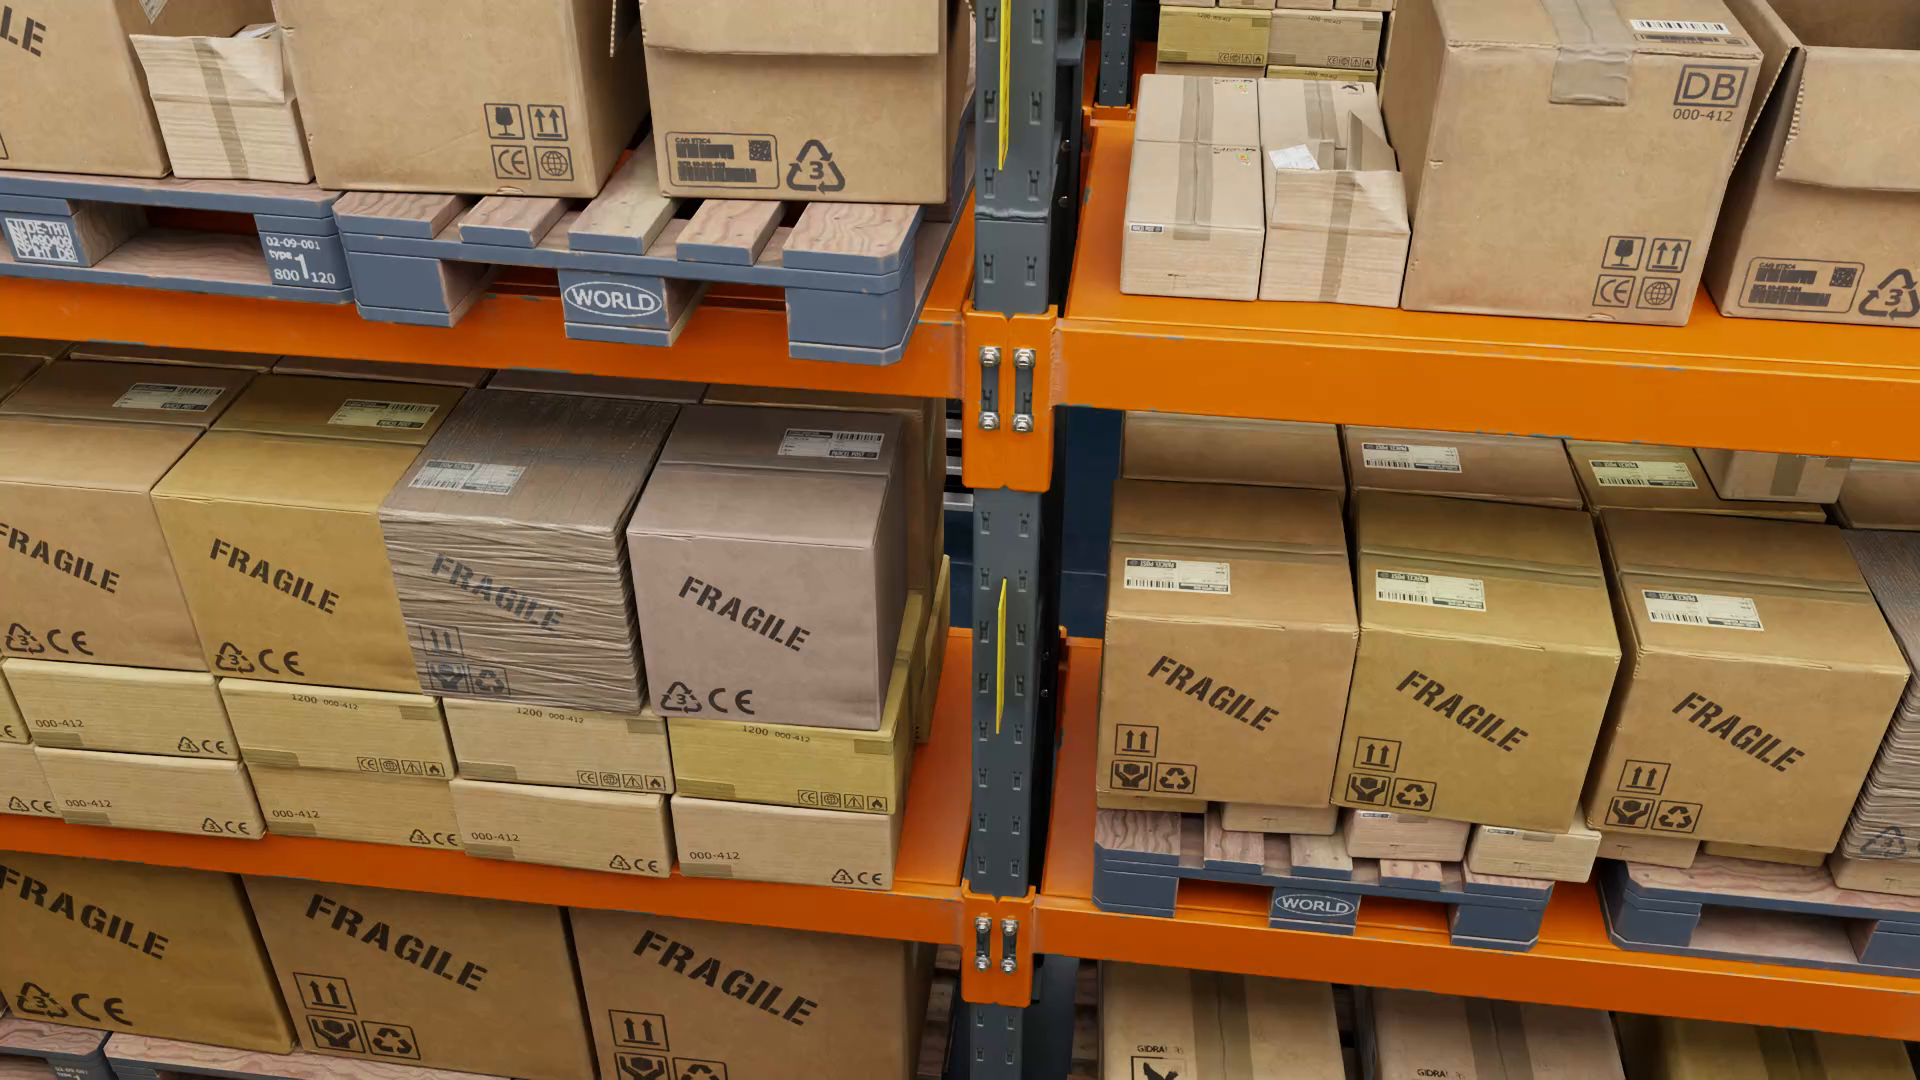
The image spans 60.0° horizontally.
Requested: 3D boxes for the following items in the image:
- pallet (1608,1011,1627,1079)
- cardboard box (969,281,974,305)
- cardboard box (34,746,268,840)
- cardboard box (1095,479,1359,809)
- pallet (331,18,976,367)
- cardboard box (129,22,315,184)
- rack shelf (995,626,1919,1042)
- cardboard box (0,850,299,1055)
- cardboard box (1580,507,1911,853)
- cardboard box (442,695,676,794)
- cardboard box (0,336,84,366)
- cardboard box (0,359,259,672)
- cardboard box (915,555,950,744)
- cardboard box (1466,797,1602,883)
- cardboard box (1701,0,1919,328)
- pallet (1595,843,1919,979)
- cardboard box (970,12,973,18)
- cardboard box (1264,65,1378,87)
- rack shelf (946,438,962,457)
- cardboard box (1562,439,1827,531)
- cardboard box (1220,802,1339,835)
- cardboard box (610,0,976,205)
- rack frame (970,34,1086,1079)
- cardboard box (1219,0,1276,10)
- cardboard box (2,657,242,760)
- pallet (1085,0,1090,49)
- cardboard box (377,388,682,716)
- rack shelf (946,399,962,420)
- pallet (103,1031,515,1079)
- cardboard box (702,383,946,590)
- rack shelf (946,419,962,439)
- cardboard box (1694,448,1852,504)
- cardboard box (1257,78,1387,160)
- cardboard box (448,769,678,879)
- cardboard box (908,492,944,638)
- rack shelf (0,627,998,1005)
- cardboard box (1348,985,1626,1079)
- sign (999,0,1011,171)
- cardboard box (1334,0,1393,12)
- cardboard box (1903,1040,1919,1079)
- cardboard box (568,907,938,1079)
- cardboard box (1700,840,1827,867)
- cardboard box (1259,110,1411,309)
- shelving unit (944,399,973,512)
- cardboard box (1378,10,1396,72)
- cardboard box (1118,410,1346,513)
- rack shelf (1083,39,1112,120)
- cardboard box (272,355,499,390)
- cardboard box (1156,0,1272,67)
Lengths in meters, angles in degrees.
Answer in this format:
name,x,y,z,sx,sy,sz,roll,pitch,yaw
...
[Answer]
name,x,y,z,sx,sy,sz,roll,pitch,yaw
pallet,2.132,1.673,4.725,1.213,0.211,1.003,4,36,6
cardboard box,0.332,-1.534,8.607,0.500,0.500,0.500,5,36,7
cardboard box,-1.900,0.464,4.147,0.500,0.250,0.500,4,36,5
cardboard box,0.567,0.221,3.654,0.500,0.500,0.500,3,36,5
pallet,-0.495,-0.774,3.333,1.003,0.211,1.213,6,36,8
cardboard box,-1.260,-0.850,3.031,0.258,0.266,0.396,3,36,5
rack shelf,2.134,0.828,4.127,4.000,0.370,1.077,4,36,6
cardboard box,-2.295,0.847,4.948,0.875,0.875,0.875,5,36,7
cardboard box,1.612,0.291,3.556,0.500,0.500,0.500,5,36,7
cardboard box,-0.872,0.320,3.919,0.500,0.250,0.500,3,36,5
cardboard box,-2.328,-0.385,4.261,0.500,0.500,0.500,5,36,7
cardboard box,-1.899,-0.063,3.810,0.500,0.500,0.500,4,36,5
cardboard box,-0.303,0.267,4.423,0.500,0.250,0.500,4,36,5
cardboard box,1.261,0.569,3.725,0.250,0.149,0.380,4,36,6
cardboard box,1.667,-0.779,3.089,0.637,0.503,0.797,4,36,6
pallet,2.119,0.588,4.009,1.213,0.211,1.003,4,36,6
cardboard box,0.078,-2.369,7.842,0.250,0.149,0.380,5,36,7
cardboard box,1.686,-2.198,7.877,0.500,0.250,0.500,4,36,5
rack shelf,-0.008,-0.413,6.957,0.200,0.077,0.258,4,36,6
cardboard box,1.651,-0.003,3.969,0.500,0.500,0.500,2,36,3
cardboard box,0.725,0.490,3.836,0.250,0.149,0.380,2,36,3
cardboard box,-0.243,-0.988,3.019,0.637,0.503,0.797,2,36,3
rack frame,0.150,0.387,4.125,0.127,3.000,1.000,4,36,6
cardboard box,1.322,-2.565,7.618,0.250,0.149,0.380,5,36,7
cardboard box,-1.897,0.255,4.009,0.500,0.250,0.500,3,36,5
pallet,0.098,-2.405,8.202,1.003,0.211,1.213,4,36,6
cardboard box,-0.906,0.019,3.695,0.500,0.500,0.500,5,36,7
rack shelf,-0.008,-0.560,6.852,0.200,0.077,0.258,4,36,6
pallet,-1.829,1.329,5.206,1.213,0.211,1.003,4,36,6
cardboard box,-0.308,-0.238,4.054,0.500,0.500,0.500,3,36,4
rack shelf,-0.008,-0.486,6.904,0.200,0.077,0.258,4,36,6
cardboard box,1.809,-0.251,3.757,0.250,0.149,0.380,3,36,4
cardboard box,0.737,-0.815,3.444,0.250,0.149,0.380,4,36,6
cardboard box,-0.893,0.532,4.052,0.500,0.250,0.500,5,36,7
cardboard box,-0.321,0.065,4.276,0.500,0.250,0.500,4,36,6
rack shelf,-1.833,0.532,4.542,4.000,0.370,1.077,4,36,6
cardboard box,1.442,1.383,4.630,0.625,0.372,0.950,4,36,5
sign,0.071,-0.757,2.633,0.005,0.325,0.100,4,36,6
cardboard box,1.841,-2.549,7.595,0.250,0.149,0.380,5,36,6
cardboard box,2.884,1.493,4.476,0.625,0.372,0.950,6,36,9
cardboard box,-0.524,0.982,4.759,0.875,0.875,0.875,4,36,6
cardboard box,1.795,0.540,3.765,0.250,0.149,0.380,6,36,8
cardboard box,0.694,-0.639,3.097,0.258,0.266,0.396,4,36,6
shelving unit,-0.008,-0.367,6.989,0.210,0.900,0.258,4,36,6
cardboard box,2.201,-2.355,7.666,0.500,0.250,0.500,3,36,5
cardboard box,0.637,-0.072,4.065,0.500,0.500,0.500,3,36,5
rack shelf,-1.205,-2.328,8.549,4.000,0.370,1.077,4,36,6
cardboard box,-1.312,-0.316,4.164,0.500,0.500,0.500,5,36,7
cardboard box,1.185,-2.427,7.768,0.500,0.250,0.500,4,36,6
